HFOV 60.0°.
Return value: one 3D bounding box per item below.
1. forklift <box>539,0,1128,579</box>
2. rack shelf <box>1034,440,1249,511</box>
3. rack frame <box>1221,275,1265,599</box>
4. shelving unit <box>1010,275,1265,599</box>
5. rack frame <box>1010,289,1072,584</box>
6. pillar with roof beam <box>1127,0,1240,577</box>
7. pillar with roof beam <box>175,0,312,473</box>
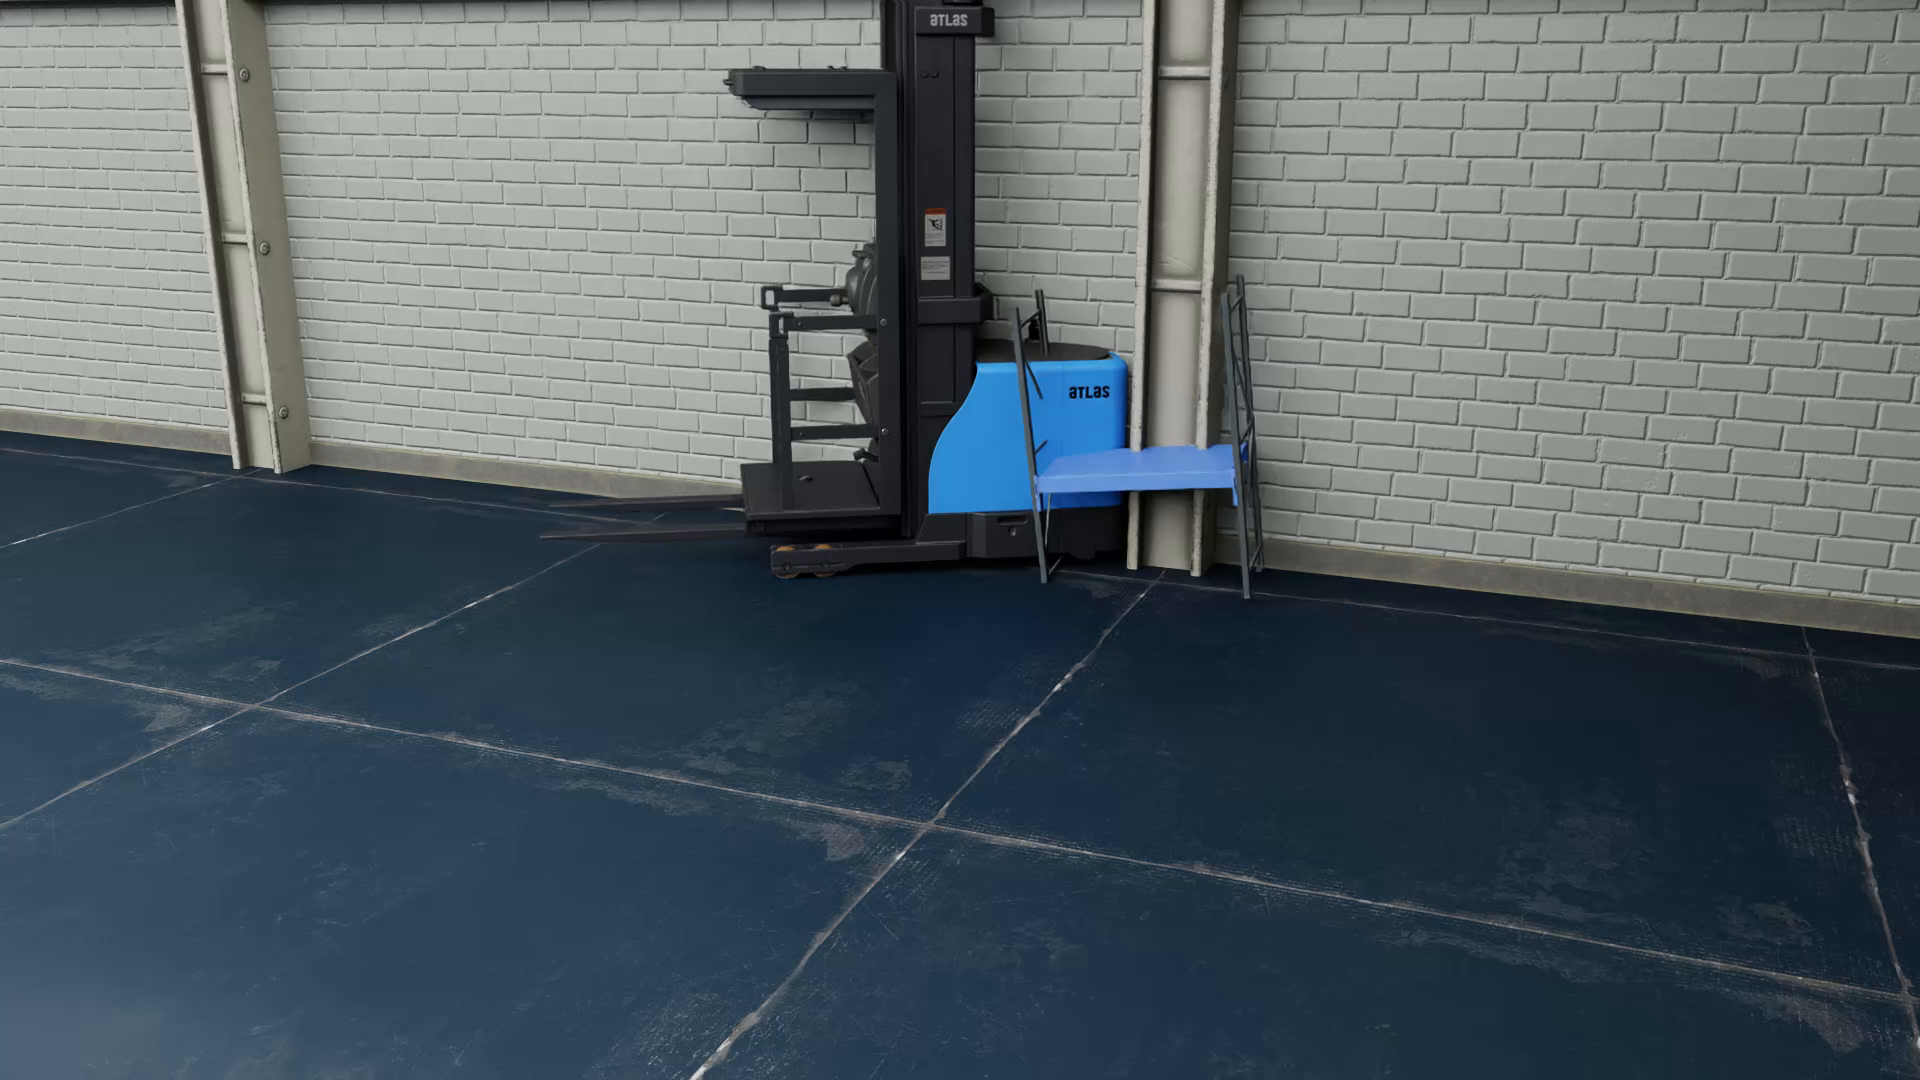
[{"bbox_3d":[-0.687,-1.364,8.616,3.031,2.935,1.130,-2,16,-8],"label":"forklift"},{"bbox_3d":[0.924,-0.322,8.321,1.000,0.185,0.538,-1,18,19],"label":"rack shelf"},{"bbox_3d":[1.383,-0.503,8.102,0.032,1.500,0.500,-1,18,19],"label":"rack frame"},{"bbox_3d":[0.902,-0.493,8.268,1.048,1.500,0.538,-1,18,19],"label":"shelving unit"},{"bbox_3d":[0.422,-0.482,8.433,0.032,1.500,0.500,-1,18,19],"label":"rack frame"},{"bbox_3d":[-0.471,-3.077,3.631,0.400,9.000,9.100,6,17,21],"label":"pillar with roof beam"},{"bbox_3d":[-6.053,-3.691,5.746,0.400,9.000,9.100,6,17,21],"label":"pillar with roof beam"}]
